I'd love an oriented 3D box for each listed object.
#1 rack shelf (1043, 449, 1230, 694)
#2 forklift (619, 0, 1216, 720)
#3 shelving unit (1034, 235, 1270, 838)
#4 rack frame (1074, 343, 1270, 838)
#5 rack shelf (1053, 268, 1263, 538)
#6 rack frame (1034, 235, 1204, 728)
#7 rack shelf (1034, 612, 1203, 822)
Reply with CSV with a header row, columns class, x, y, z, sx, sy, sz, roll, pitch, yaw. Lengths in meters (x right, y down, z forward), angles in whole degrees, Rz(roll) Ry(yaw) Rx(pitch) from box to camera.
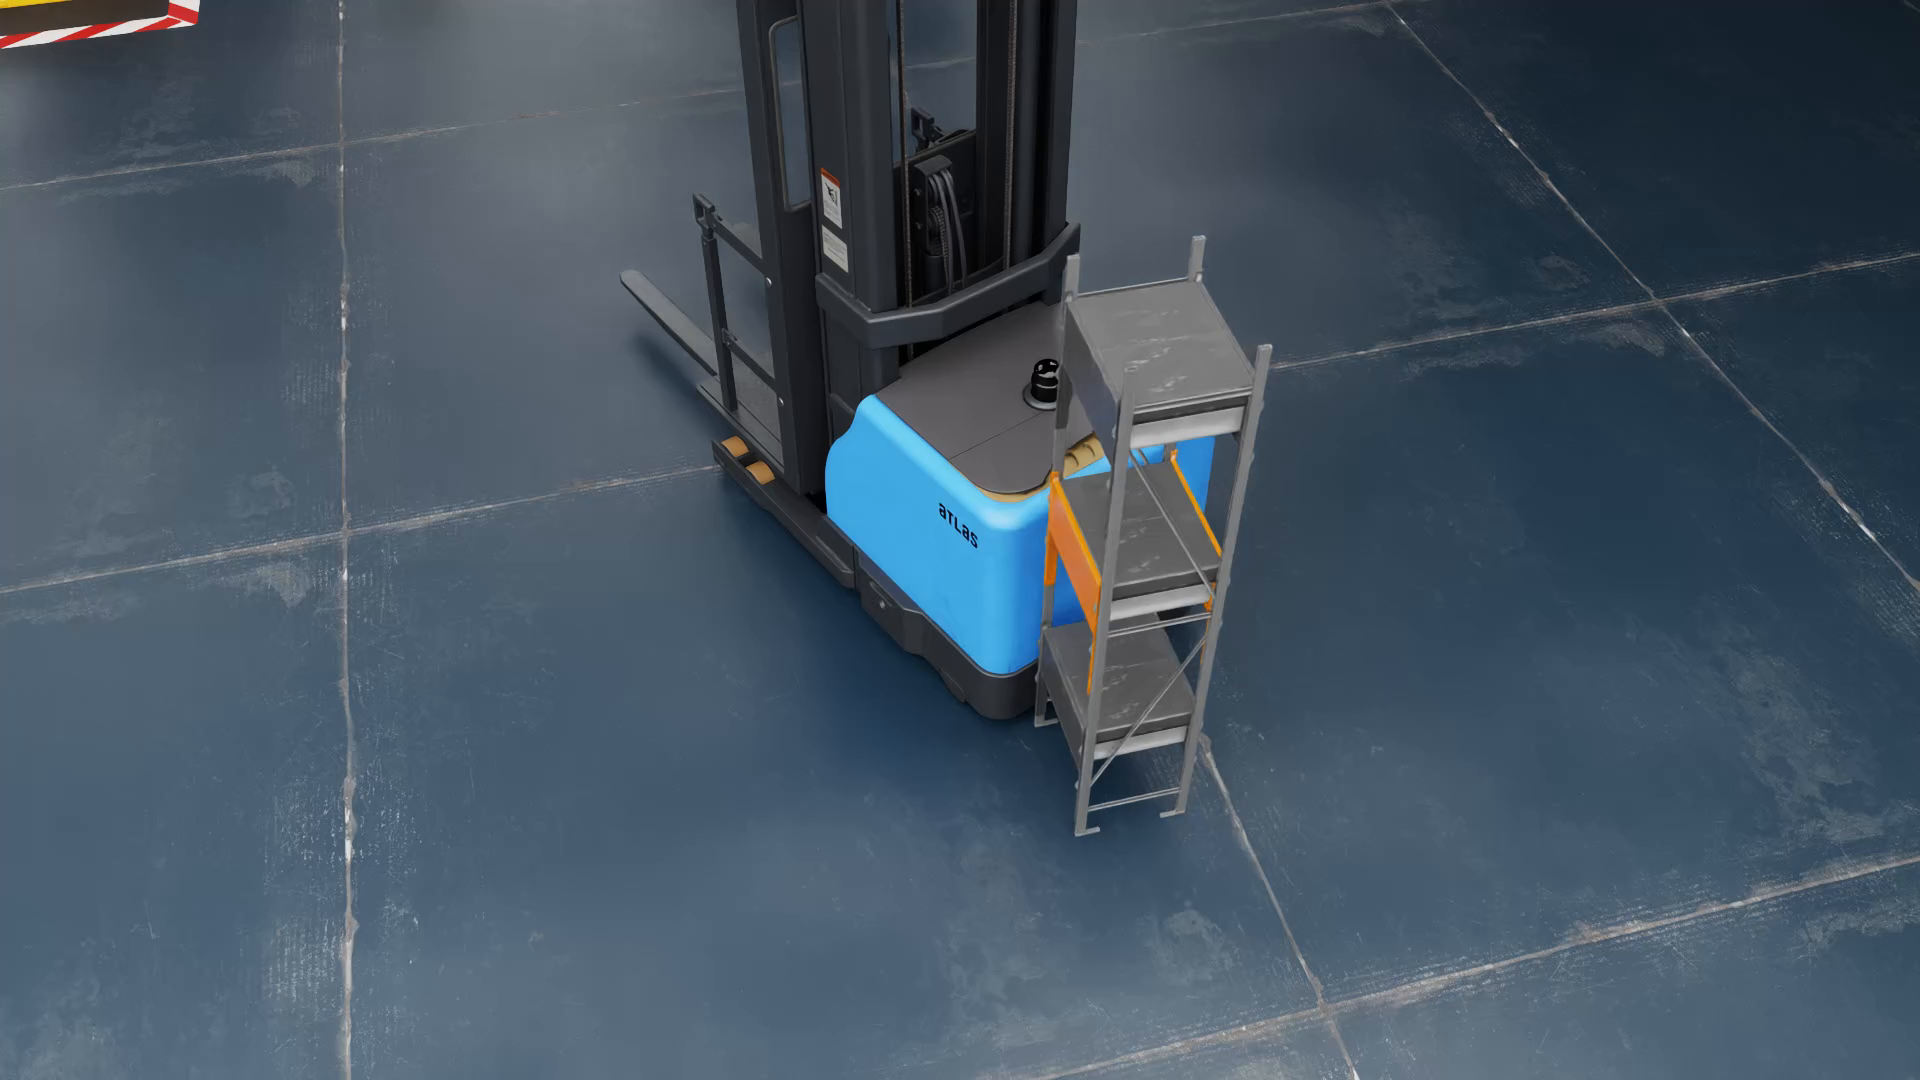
class,x,y,z,sx,sy,sz,roll,pitch,yaw
rack shelf,0.536,0.098,5.197,0.431,0.518,0.480,-10,47,-11
forklift,-0.381,-1.380,6.051,1.130,2.935,3.031,-29,52,-25
shelving unit,0.537,0.088,5.188,0.431,2.100,0.503,-10,47,-11
rack frame,0.599,0.259,5.024,0.400,2.100,0.015,-10,47,-11
rack shelf,0.542,-0.387,4.693,0.431,0.518,0.480,-10,47,-11
rack frame,0.474,-0.082,5.351,0.400,2.100,0.015,-10,47,-11
rack shelf,0.531,0.583,5.702,0.431,0.518,0.480,-10,47,-11
